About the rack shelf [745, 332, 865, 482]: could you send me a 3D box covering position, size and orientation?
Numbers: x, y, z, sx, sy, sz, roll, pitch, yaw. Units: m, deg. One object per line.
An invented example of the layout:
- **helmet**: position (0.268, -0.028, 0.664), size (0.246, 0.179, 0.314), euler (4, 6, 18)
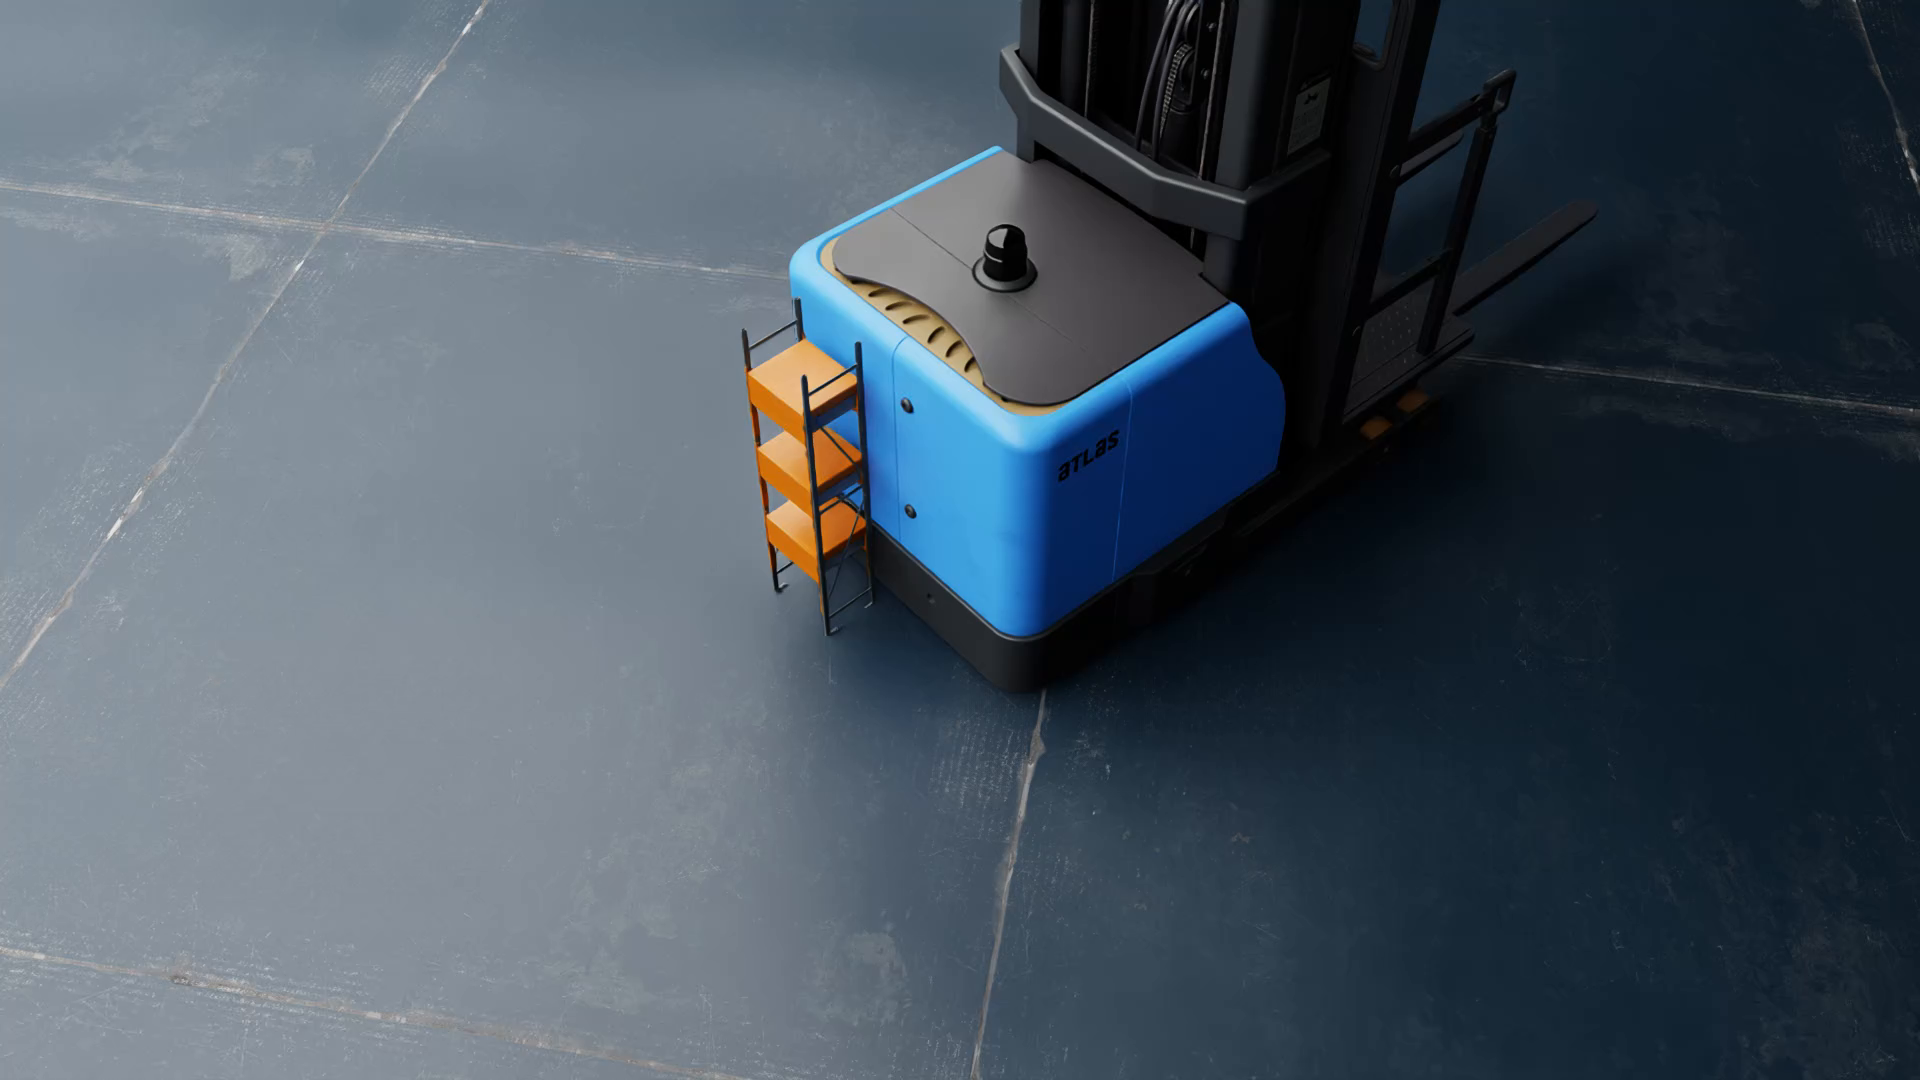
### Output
- **rack shelf**: position (-0.414, -0.360, 4.500), size (0.215, 0.259, 0.240), euler (-35, 57, -27)

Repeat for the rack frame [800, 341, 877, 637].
- **rack frame**: position (-0.330, -0.112, 4.645), size (0.200, 1.050, 0.008), euler (-35, 57, -27)

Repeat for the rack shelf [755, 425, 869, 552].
- **rack shelf**: position (-0.414, -0.171, 4.712), size (0.215, 0.259, 0.240), euler (-35, 57, -27)

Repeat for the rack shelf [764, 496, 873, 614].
- **rack shelf**: position (-0.414, 0.015, 4.918), size (0.215, 0.259, 0.240), euler (-35, 57, -27)

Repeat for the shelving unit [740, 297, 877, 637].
- **shelving unit**: position (-0.414, -0.178, 4.704), size (0.215, 1.050, 0.252), euler (-35, 57, -27)

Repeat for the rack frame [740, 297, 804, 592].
- **rack frame**: position (-0.498, -0.243, 4.763), size (0.200, 1.050, 0.008), euler (-35, 57, -27)

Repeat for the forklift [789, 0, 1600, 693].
- **forklift**: position (0.962, -1.492, 4.620), size (3.031, 2.935, 1.130), euler (-33, 56, -26)
